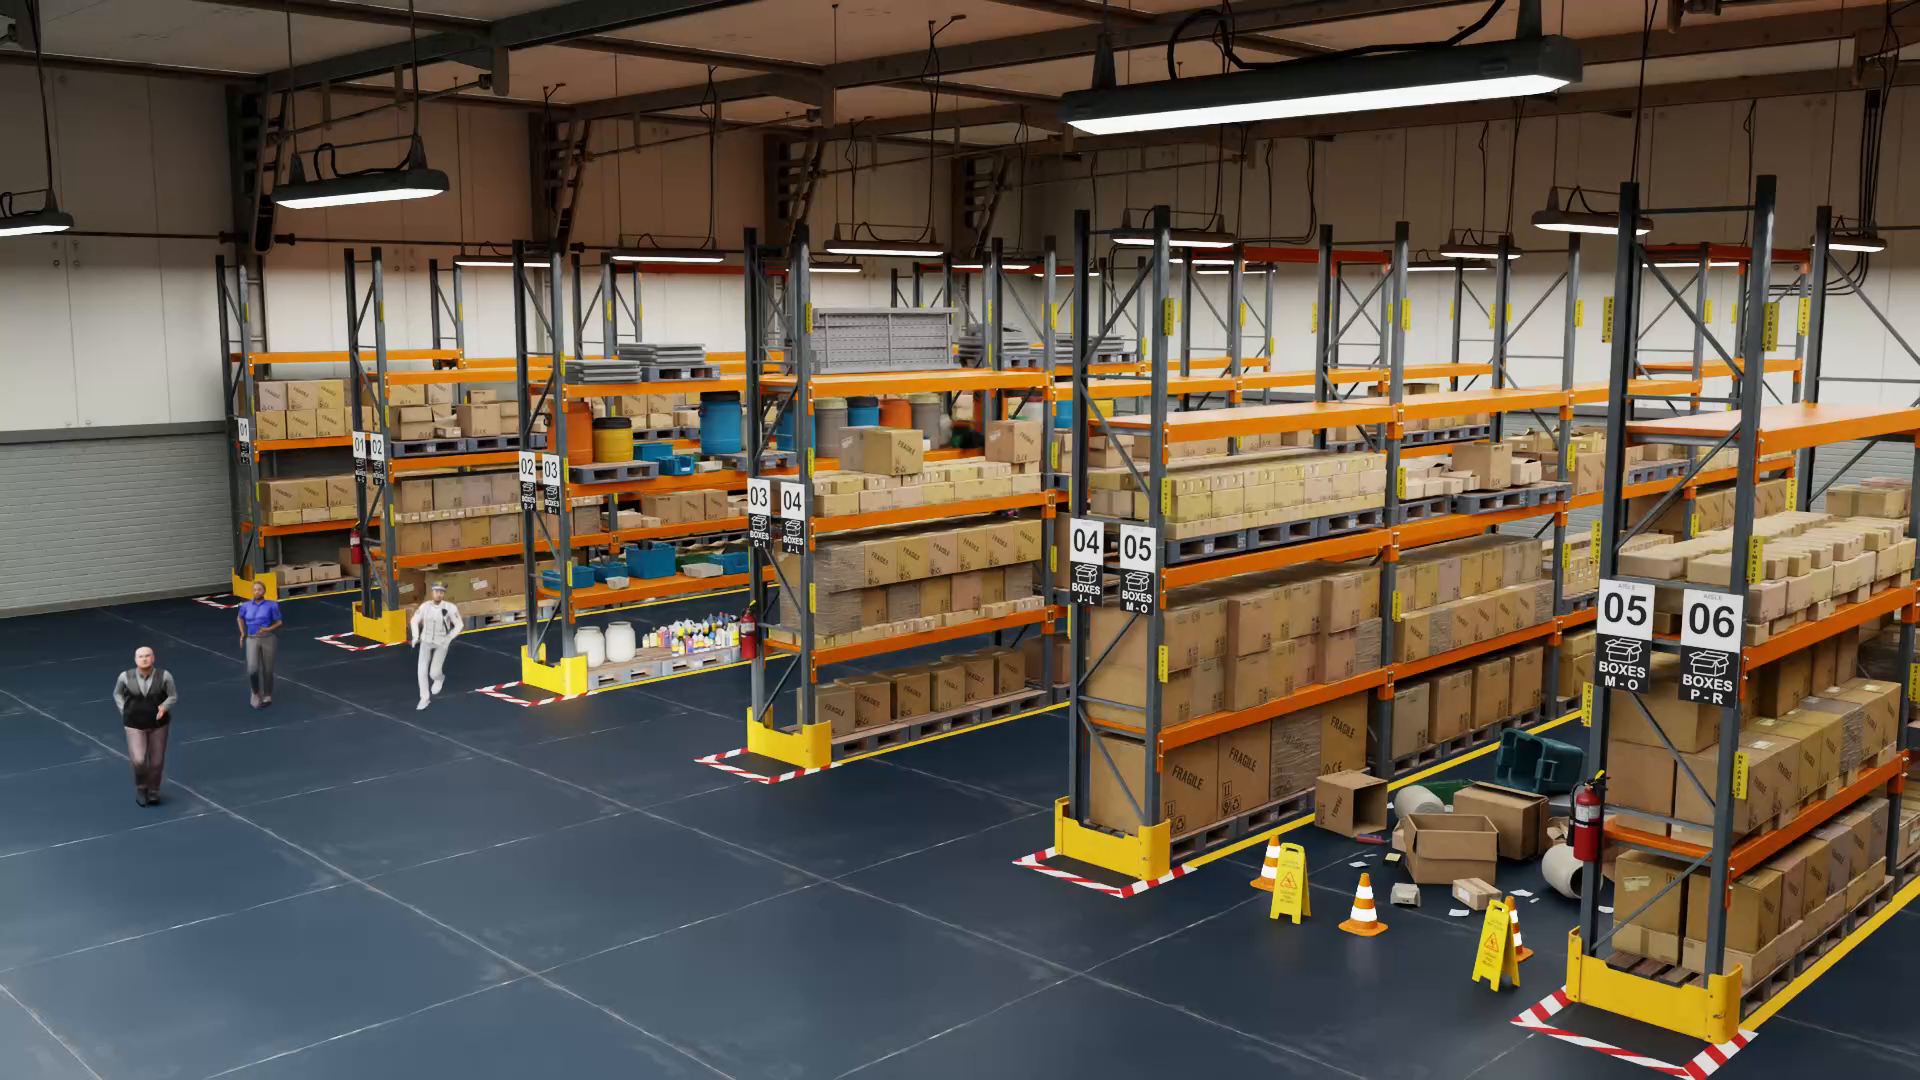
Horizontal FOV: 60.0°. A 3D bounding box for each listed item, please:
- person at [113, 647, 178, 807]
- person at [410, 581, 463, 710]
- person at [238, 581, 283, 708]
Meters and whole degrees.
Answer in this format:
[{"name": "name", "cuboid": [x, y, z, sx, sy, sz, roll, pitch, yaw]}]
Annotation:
[{"name": "person", "cuboid": [-8.369, 1.918, 17.065, 0.510, 1.672, 0.712, -5, 9, -30]}, {"name": "person", "cuboid": [-6.768, 1.331, 21.516, 0.663, 1.646, 0.572, 0, 8, -3]}, {"name": "person", "cuboid": [-8.963, 1.342, 21.310, 0.552, 1.636, 0.644, -3, 9, -18]}]
